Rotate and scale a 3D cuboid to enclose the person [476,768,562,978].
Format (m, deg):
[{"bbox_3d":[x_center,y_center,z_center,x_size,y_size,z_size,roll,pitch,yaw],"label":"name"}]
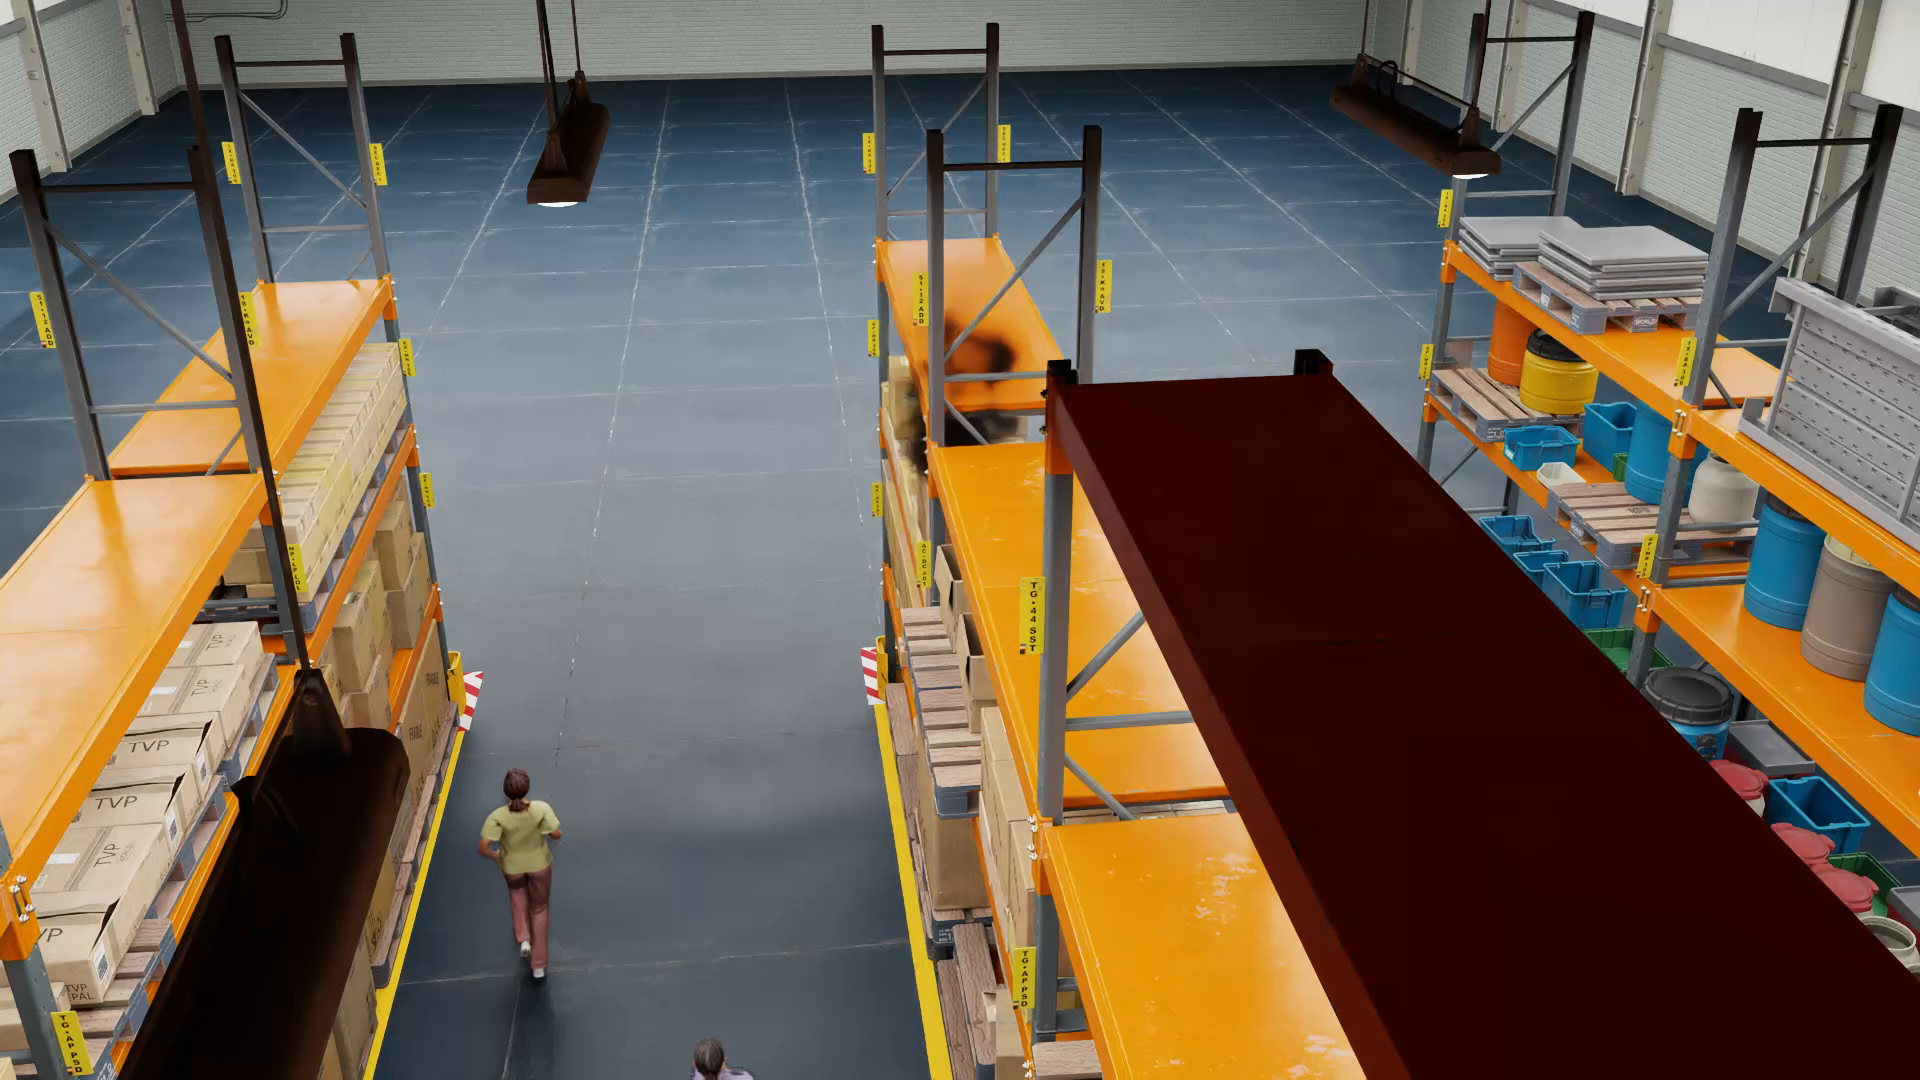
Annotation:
[{"bbox_3d":[-3.077,2.295,11.767,0.562,1.656,0.595,-5,26,-10],"label":"person"}]

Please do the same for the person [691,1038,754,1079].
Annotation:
[{"bbox_3d":[-1.368,3.465,9.341,0.585,1.700,0.708,-6,26,-11],"label":"person"}]
